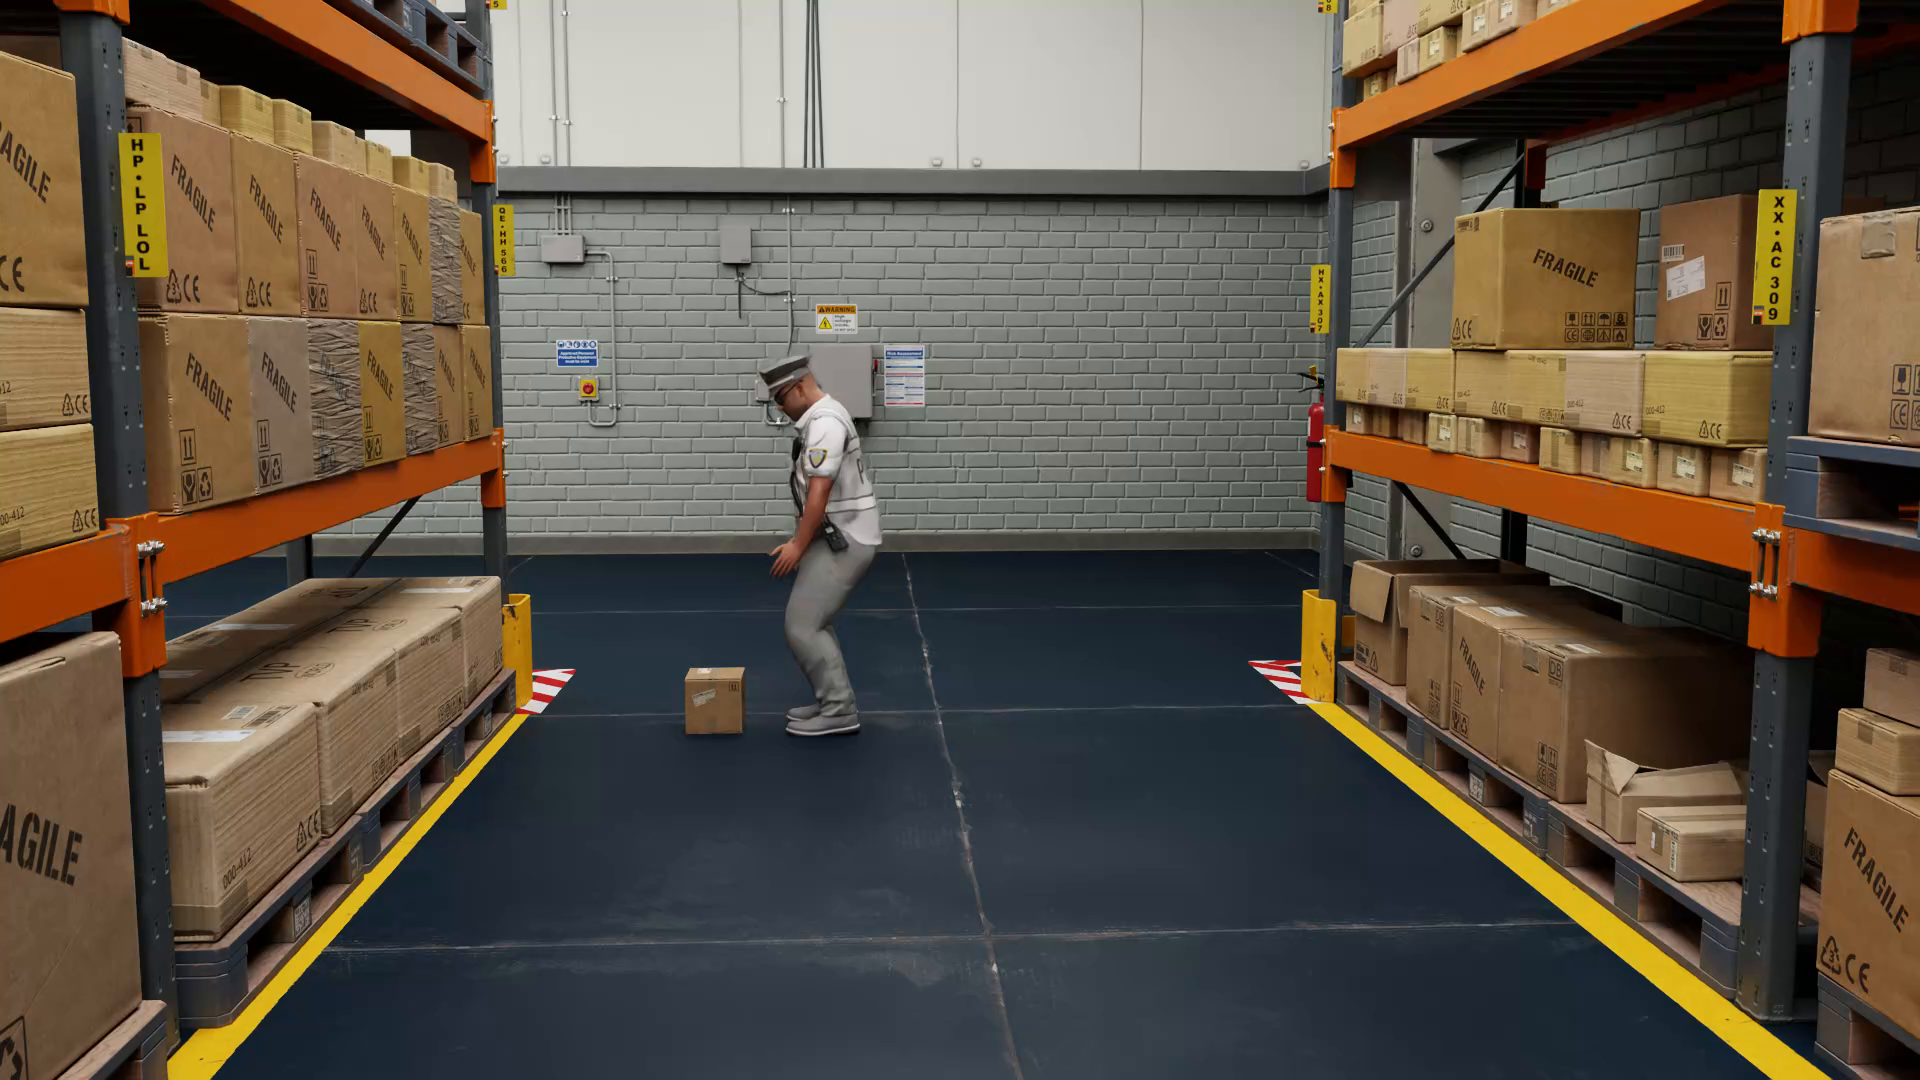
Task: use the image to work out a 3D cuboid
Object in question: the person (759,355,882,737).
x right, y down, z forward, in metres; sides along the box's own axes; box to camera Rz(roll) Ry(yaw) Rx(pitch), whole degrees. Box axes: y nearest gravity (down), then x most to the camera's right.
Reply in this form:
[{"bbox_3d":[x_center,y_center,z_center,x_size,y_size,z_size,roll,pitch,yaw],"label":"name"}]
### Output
[{"bbox_3d":[-0.615,0.022,7.396,0.539,1.679,0.564,0,7,-2],"label":"person"}]
